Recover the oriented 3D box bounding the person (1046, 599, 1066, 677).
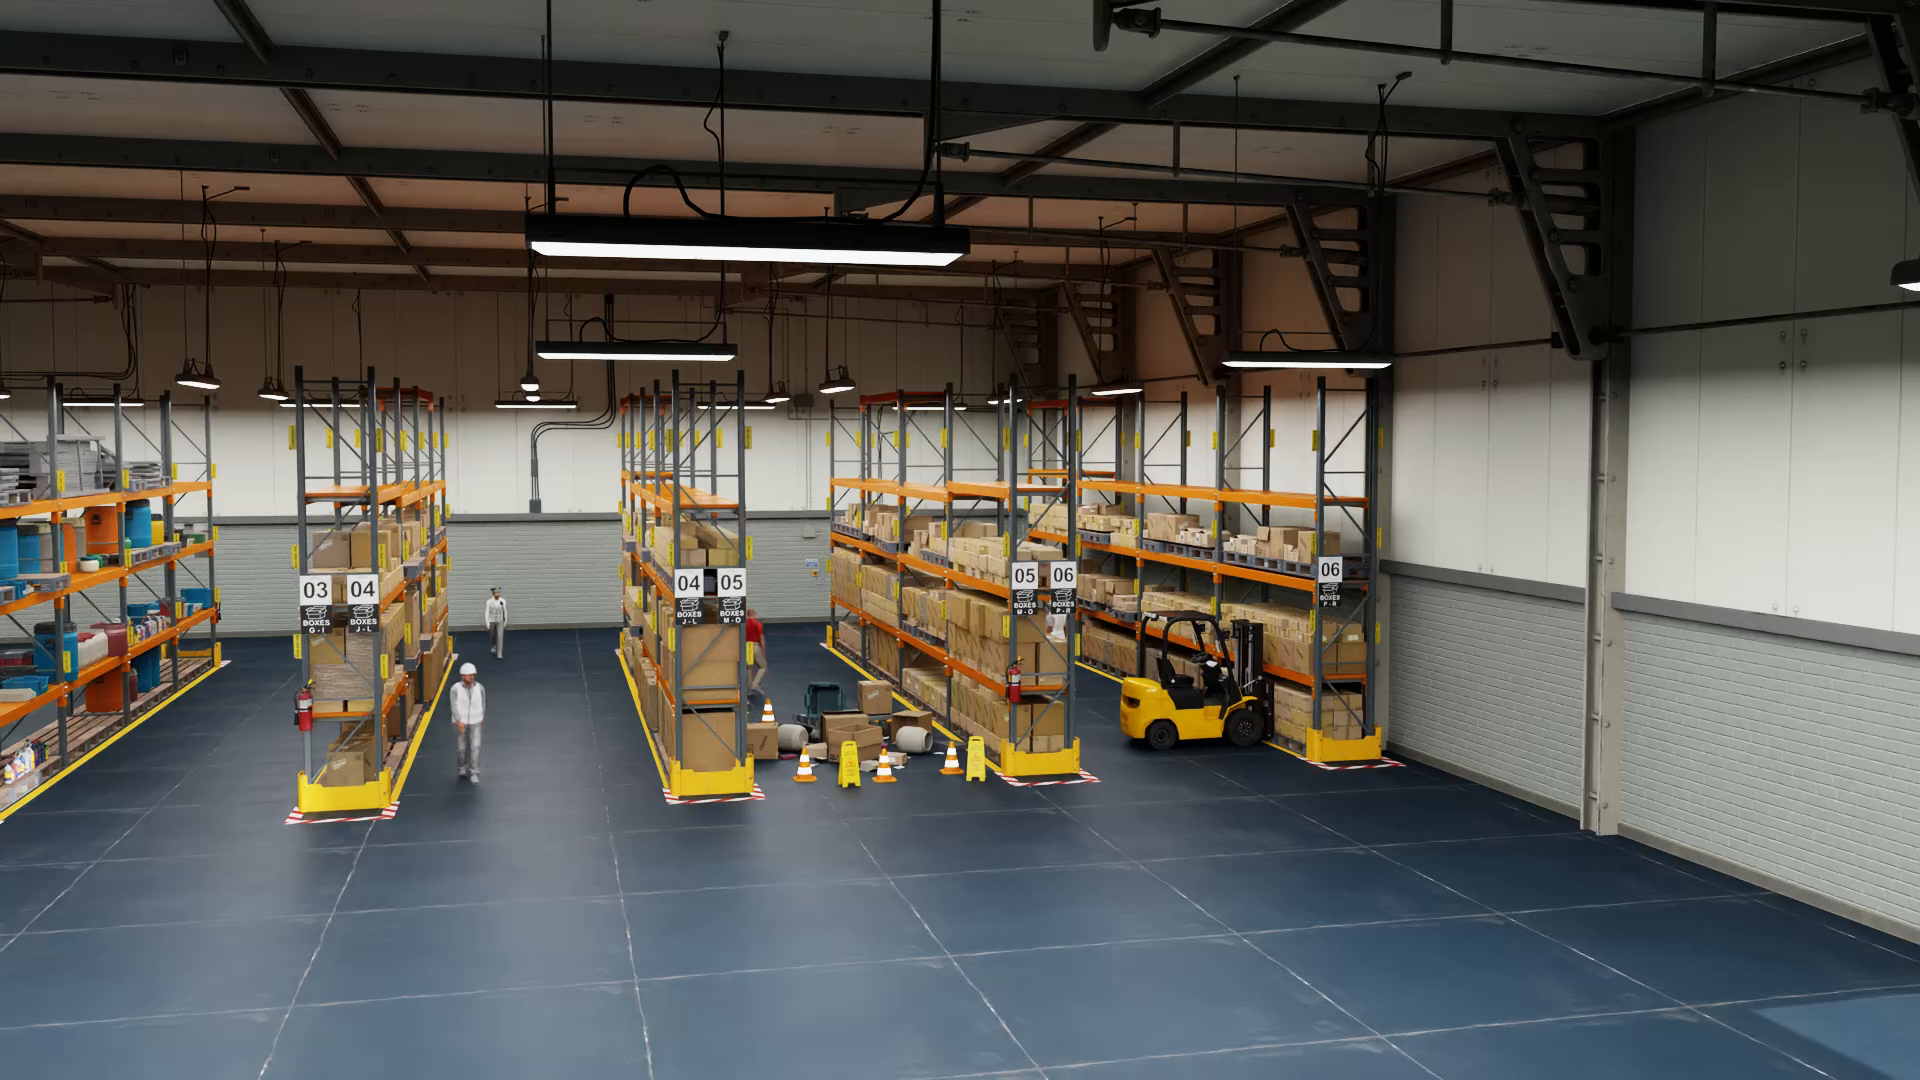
[{"bbox_3d":[1.937,2.075,34.089,0.390,1.783,0.604,3,5,43],"label":"person"}]

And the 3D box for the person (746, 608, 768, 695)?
[{"bbox_3d":[-4.087,2.196,32.635,0.573,1.726,0.516,1,4,21],"label":"person"}]

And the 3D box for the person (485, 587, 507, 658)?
[{"bbox_3d":[-10.708,1.878,38.384,0.482,1.621,1.049,-1,4,-13],"label":"person"}]

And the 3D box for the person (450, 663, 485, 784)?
[{"bbox_3d":[-7.226,2.667,24.465,0.524,1.717,0.967,-2,4,-25],"label":"person"}]
